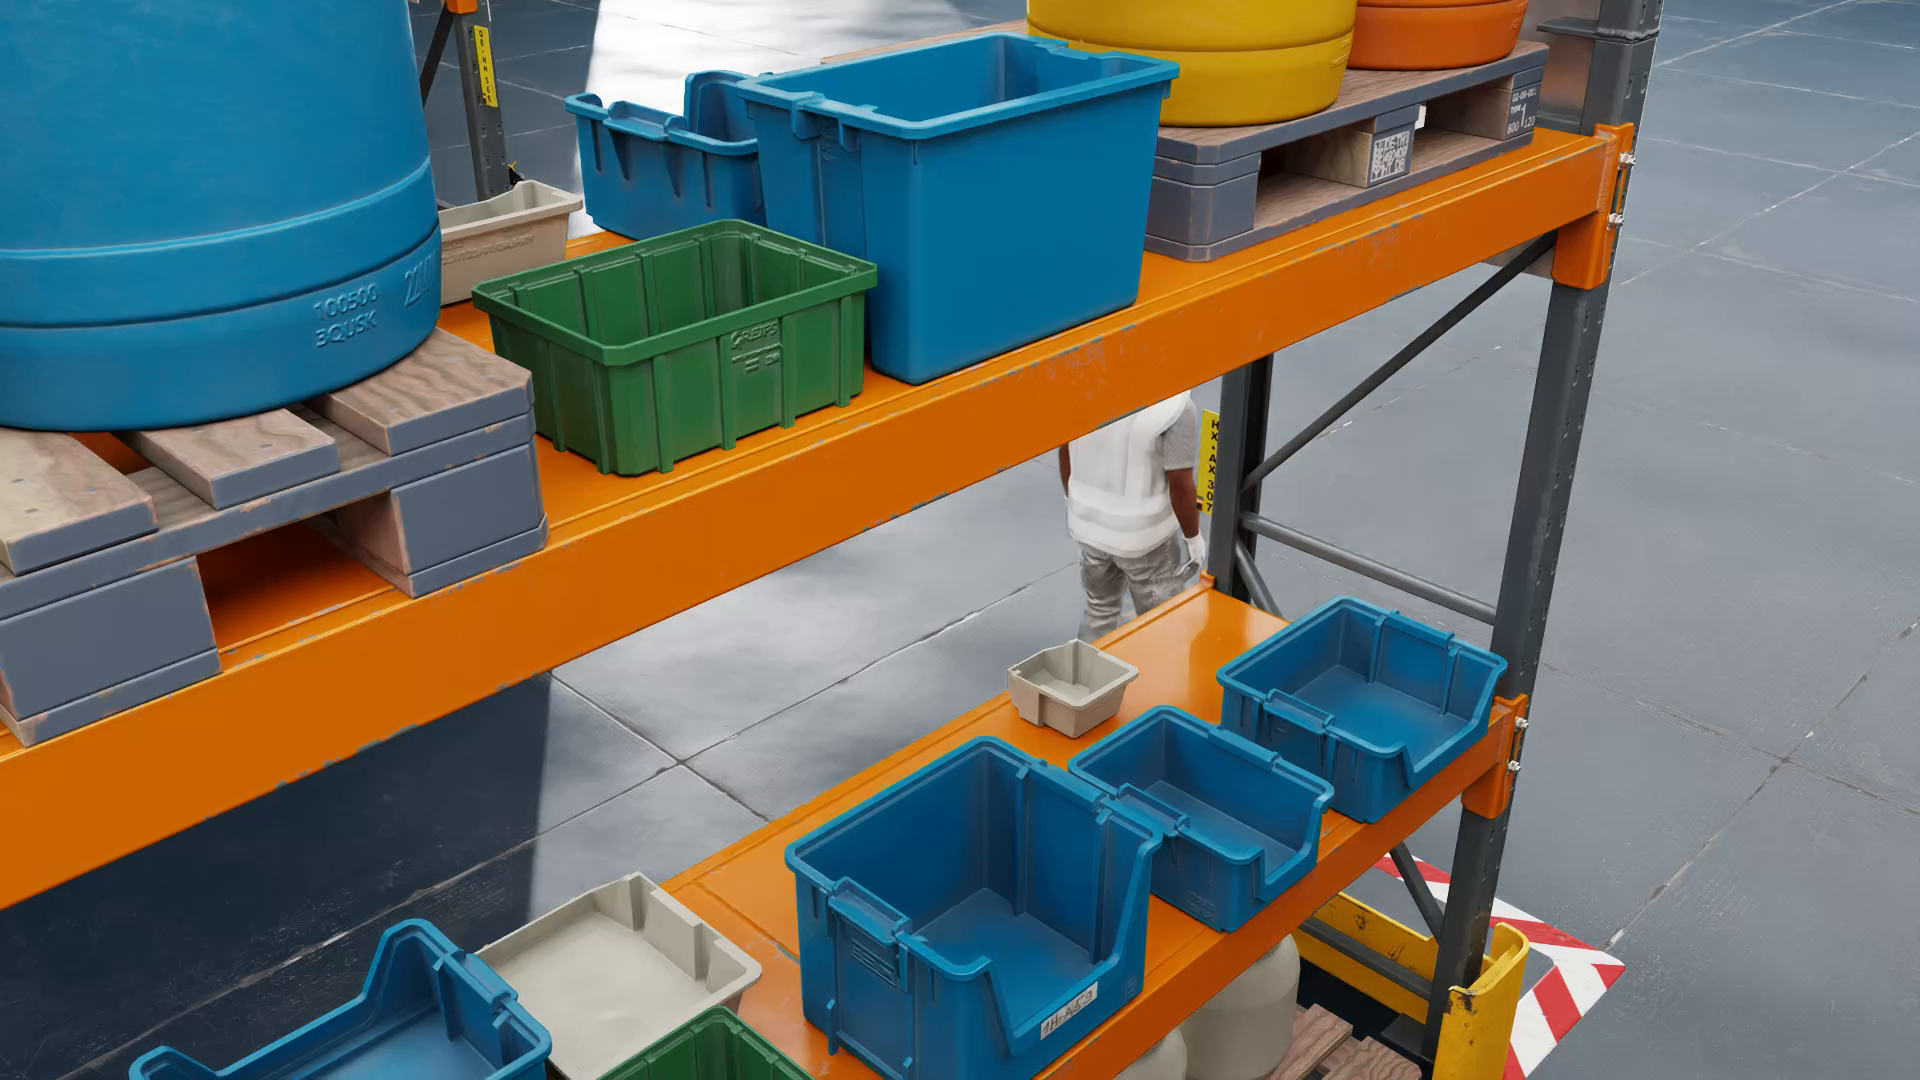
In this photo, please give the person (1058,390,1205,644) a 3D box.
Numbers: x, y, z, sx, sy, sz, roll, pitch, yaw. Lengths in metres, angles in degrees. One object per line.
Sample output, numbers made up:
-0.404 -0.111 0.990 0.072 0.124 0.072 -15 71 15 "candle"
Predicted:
0.644 -0.062 6.230 0.617 1.772 0.452 22 35 36 "person"
